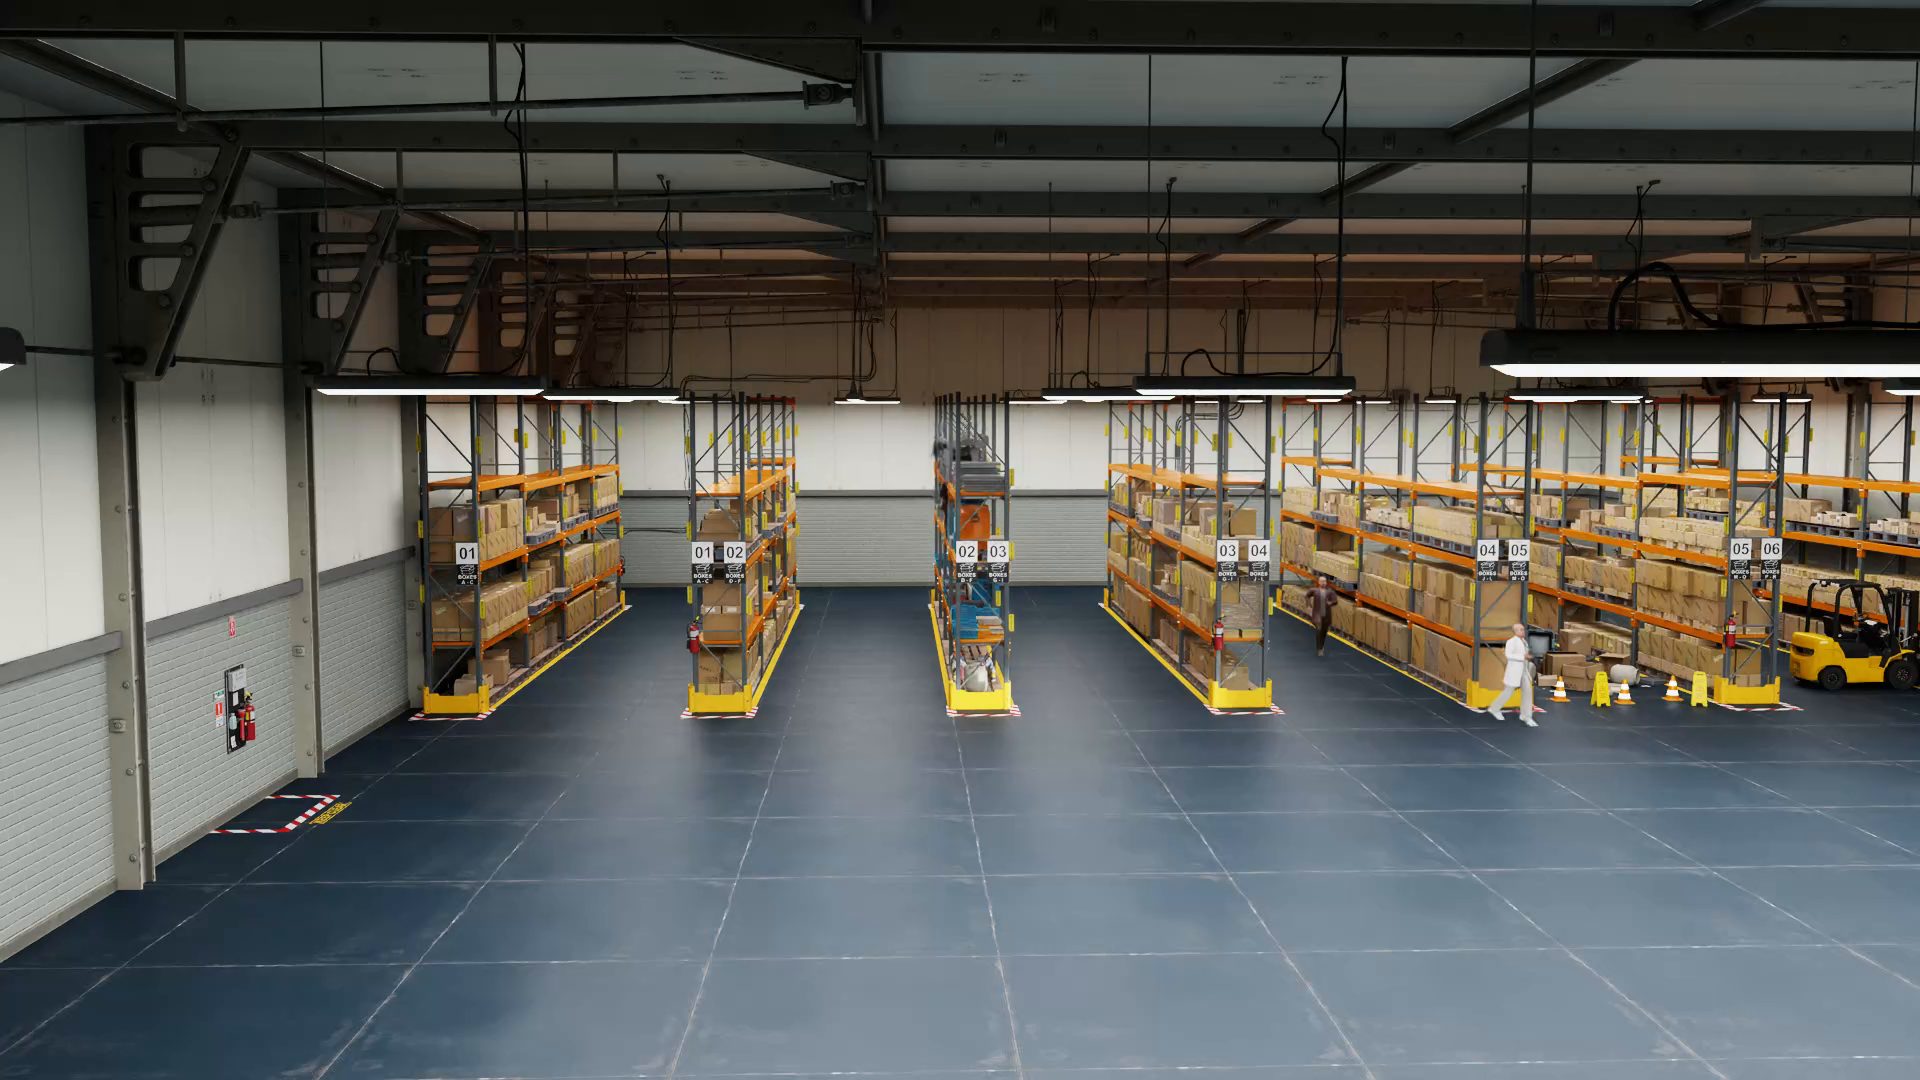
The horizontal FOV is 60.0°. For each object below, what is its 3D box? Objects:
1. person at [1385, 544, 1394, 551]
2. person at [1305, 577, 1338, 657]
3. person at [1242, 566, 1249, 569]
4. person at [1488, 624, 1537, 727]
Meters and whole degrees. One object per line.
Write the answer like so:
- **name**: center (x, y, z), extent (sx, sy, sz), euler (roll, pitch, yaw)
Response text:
- **person**: center (12.741, 0.937, 49.257), extent (0.767, 1.664, 0.581), euler (0, 5, -4)
- **person**: center (8.336, 1.739, 38.289), extent (0.694, 1.790, 0.951), euler (0, 5, 0)
- **person**: center (8.160, 1.060, 48.176), extent (0.543, 1.602, 0.606), euler (-4, 6, -41)
- **person**: center (10.046, 2.419, 30.070), extent (0.699, 1.815, 0.950), euler (-4, 6, -41)
